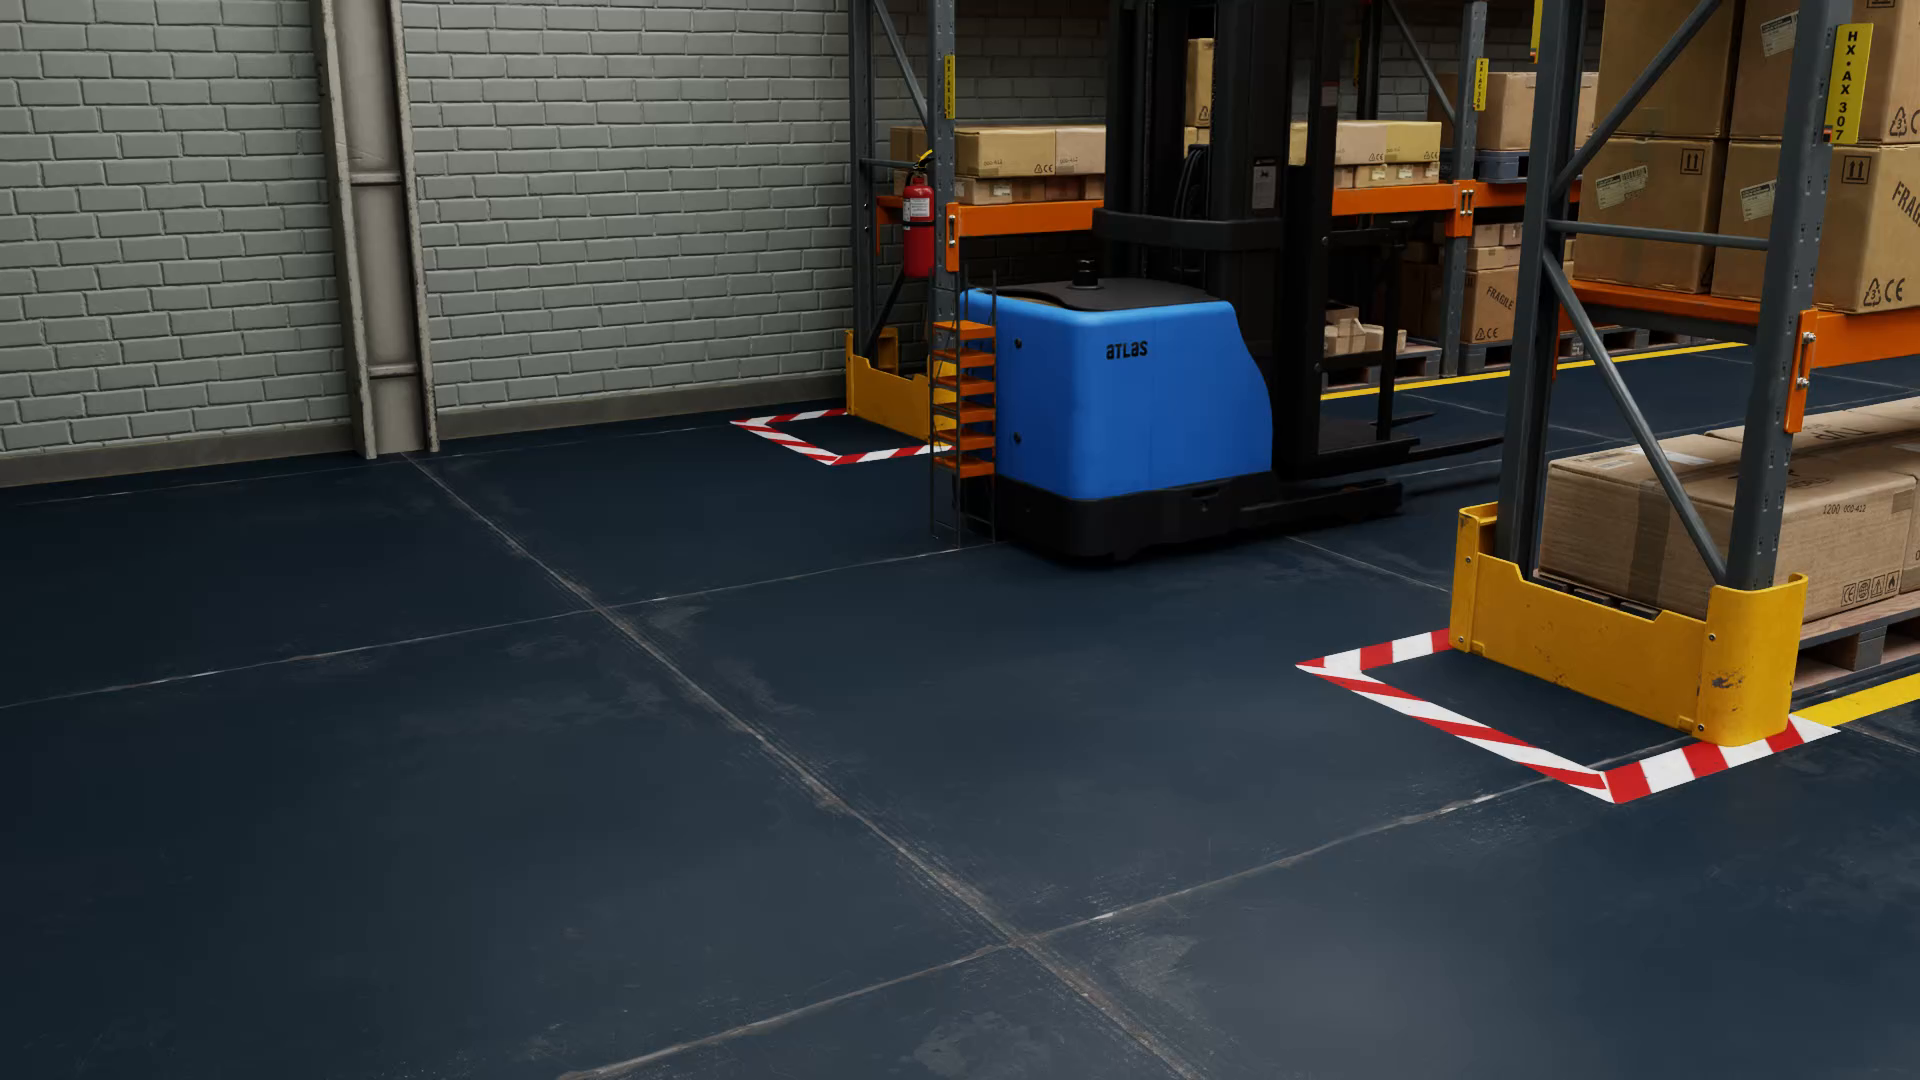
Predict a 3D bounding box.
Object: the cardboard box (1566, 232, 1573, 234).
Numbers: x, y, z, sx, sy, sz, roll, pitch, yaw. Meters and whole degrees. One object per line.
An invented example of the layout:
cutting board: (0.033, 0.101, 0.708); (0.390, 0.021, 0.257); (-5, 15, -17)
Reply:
cardboard box: (4.580, -2.312, 12.751); (0.250, 0.149, 0.380); (-10, 19, -32)

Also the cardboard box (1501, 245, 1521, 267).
cardboard box: (3.735, -2.021, 11.712); (0.250, 0.149, 0.380); (-10, 18, -31)

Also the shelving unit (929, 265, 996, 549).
shelving unit: (0.010, -0.579, 7.254); (0.189, 1.200, 0.258); (-10, 18, -31)

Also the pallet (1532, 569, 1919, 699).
pallet: (2.869, 0.252, 6.119); (1.213, 0.211, 1.003); (-9, 18, -30)

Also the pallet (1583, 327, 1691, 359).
pallet: (4.817, -1.615, 12.779); (1.213, 0.211, 1.003); (-9, 18, -30)

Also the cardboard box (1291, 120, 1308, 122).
cardboard box: (2.103, -2.658, 11.063); (0.500, 0.250, 0.500); (-9, 18, -30)

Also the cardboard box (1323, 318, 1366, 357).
cardboard box: (2.460, -1.356, 10.976); (0.258, 0.266, 0.396); (-8, 18, -28)

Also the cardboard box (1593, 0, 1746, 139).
cardboard box: (2.514, -1.613, 5.568); (0.500, 0.500, 0.500); (-9, 18, -28)

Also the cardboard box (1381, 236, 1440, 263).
cardboard box: (3.260, -2.094, 11.973); (0.250, 0.149, 0.380); (-10, 19, -32)

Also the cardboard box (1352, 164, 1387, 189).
cardboard box: (2.527, -2.358, 10.731); (0.250, 0.149, 0.380); (-9, 18, -28)

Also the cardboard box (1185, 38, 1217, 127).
cardboard box: (1.477, -2.750, 10.002); (0.500, 0.500, 0.500); (-9, 18, -28)

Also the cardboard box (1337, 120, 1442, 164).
cardboard box: (2.782, -2.609, 10.886); (0.500, 0.250, 0.500); (-9, 18, -28)

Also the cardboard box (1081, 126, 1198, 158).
cardboard box: (1.057, -2.322, 9.863); (0.500, 0.250, 0.500); (-10, 18, -31)

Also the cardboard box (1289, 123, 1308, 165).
cardboard box: (1.926, -2.469, 10.389); (0.500, 0.250, 0.500); (-9, 18, -30)

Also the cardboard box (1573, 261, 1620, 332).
cardboard box: (4.505, -1.823, 12.211); (0.500, 0.500, 0.500); (-10, 18, -31)

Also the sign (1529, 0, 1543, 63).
sign: (1.956, -1.760, 5.548); (0.005, 0.325, 0.100); (-9, 18, -30)

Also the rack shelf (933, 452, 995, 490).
rack shelf: (0.010, -0.305, 7.331); (0.180, 0.103, 0.258); (-10, 18, -31)

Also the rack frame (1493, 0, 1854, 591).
rack frame: (2.224, -0.961, 5.281); (0.127, 3.000, 1.000); (-9, 18, -30)

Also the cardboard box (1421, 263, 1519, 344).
cardboard box: (3.623, -1.679, 11.694); (0.500, 0.500, 0.500); (-8, 18, -27)

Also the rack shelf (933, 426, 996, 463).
rack shelf: (0.010, -0.421, 7.298); (0.180, 0.103, 0.258); (-10, 18, -31)

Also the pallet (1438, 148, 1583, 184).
pallet: (3.834, -2.658, 11.692); (1.213, 0.211, 1.003); (-9, 18, -30)

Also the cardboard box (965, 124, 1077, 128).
cardboard box: (0.364, -2.377, 10.058); (0.500, 0.250, 0.500); (-9, 18, -30)

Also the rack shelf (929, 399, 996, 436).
rack shelf: (0.010, -0.537, 7.266); (0.180, 0.103, 0.258); (-10, 18, -31)

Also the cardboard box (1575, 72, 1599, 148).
cardboard box: (4.067, -3.003, 11.602); (0.500, 0.500, 0.700); (-9, 18, -29)

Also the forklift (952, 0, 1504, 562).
forklift: (1.478, -1.603, 7.697); (3.031, 2.935, 1.130); (-10, 18, -32)

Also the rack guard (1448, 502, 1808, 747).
rack guard: (2.203, 0.246, 5.607); (0.348, 0.500, 1.175); (-9, 18, -30)

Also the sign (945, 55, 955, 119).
sign: (-0.056, -2.400, 8.811); (0.005, 0.325, 0.100); (-9, 18, -30)

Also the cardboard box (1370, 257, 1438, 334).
cardboard box: (3.361, -1.800, 12.128); (0.500, 0.500, 0.500); (-9, 18, -30)

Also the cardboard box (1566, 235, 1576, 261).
cardboard box: (4.410, -2.126, 12.089); (0.250, 0.149, 0.380); (-9, 18, -30)

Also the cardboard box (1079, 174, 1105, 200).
cardboard box: (0.737, -2.082, 9.745); (0.250, 0.149, 0.380); (-9, 18, -28)

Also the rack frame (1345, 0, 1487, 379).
rack frame: (3.093, -2.665, 11.360); (0.127, 3.000, 1.000); (-9, 18, -30)

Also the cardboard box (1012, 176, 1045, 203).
cardboard box: (0.281, -2.016, 9.511); (0.250, 0.149, 0.380); (-9, 18, -28)

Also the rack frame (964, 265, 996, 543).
rack frame: (0.087, -0.593, 7.301); (0.006, 1.200, 0.240); (-10, 18, -31)

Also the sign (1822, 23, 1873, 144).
sign: (2.504, -1.287, 4.692); (0.005, 0.325, 0.100); (-9, 18, -30)

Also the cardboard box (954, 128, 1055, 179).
cardboard box: (0.192, -2.181, 9.359); (0.500, 0.250, 0.500); (-9, 18, -29)

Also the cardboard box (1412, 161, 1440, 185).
cardboard box: (2.950, -2.441, 11.027); (0.250, 0.149, 0.380); (-9, 18, -29)

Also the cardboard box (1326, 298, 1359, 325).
cardboard box: (2.405, -1.535, 11.533); (0.500, 0.311, 0.500); (-8, 18, -28)

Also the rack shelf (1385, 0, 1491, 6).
rack shelf: (4.807, -4.041, 12.044); (4.000, 0.370, 1.077); (-9, 18, -30)

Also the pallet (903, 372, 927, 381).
pallet: (0.412, -0.888, 10.186); (1.213, 0.211, 1.003); (-9, 18, -30)

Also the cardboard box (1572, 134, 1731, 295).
cardboard box: (2.501, -1.138, 5.725); (0.500, 0.500, 0.500); (-9, 18, -29)

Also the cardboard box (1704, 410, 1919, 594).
cardboard box: (3.518, -0.174, 6.441); (0.875, 0.438, 0.875); (-9, 18, -28)

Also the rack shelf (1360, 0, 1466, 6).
rack shelf: (1.378, -3.485, 10.060); (4.000, 0.370, 1.077); (-9, 18, -30)

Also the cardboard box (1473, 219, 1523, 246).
cardboard box: (3.735, -2.155, 11.639); (0.250, 0.149, 0.380); (-10, 19, -32)

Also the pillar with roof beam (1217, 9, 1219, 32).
pillar with roof beam: (4.249, -4.669, 7.395); (0.400, 9.000, 9.100); (-9, 18, -30)
